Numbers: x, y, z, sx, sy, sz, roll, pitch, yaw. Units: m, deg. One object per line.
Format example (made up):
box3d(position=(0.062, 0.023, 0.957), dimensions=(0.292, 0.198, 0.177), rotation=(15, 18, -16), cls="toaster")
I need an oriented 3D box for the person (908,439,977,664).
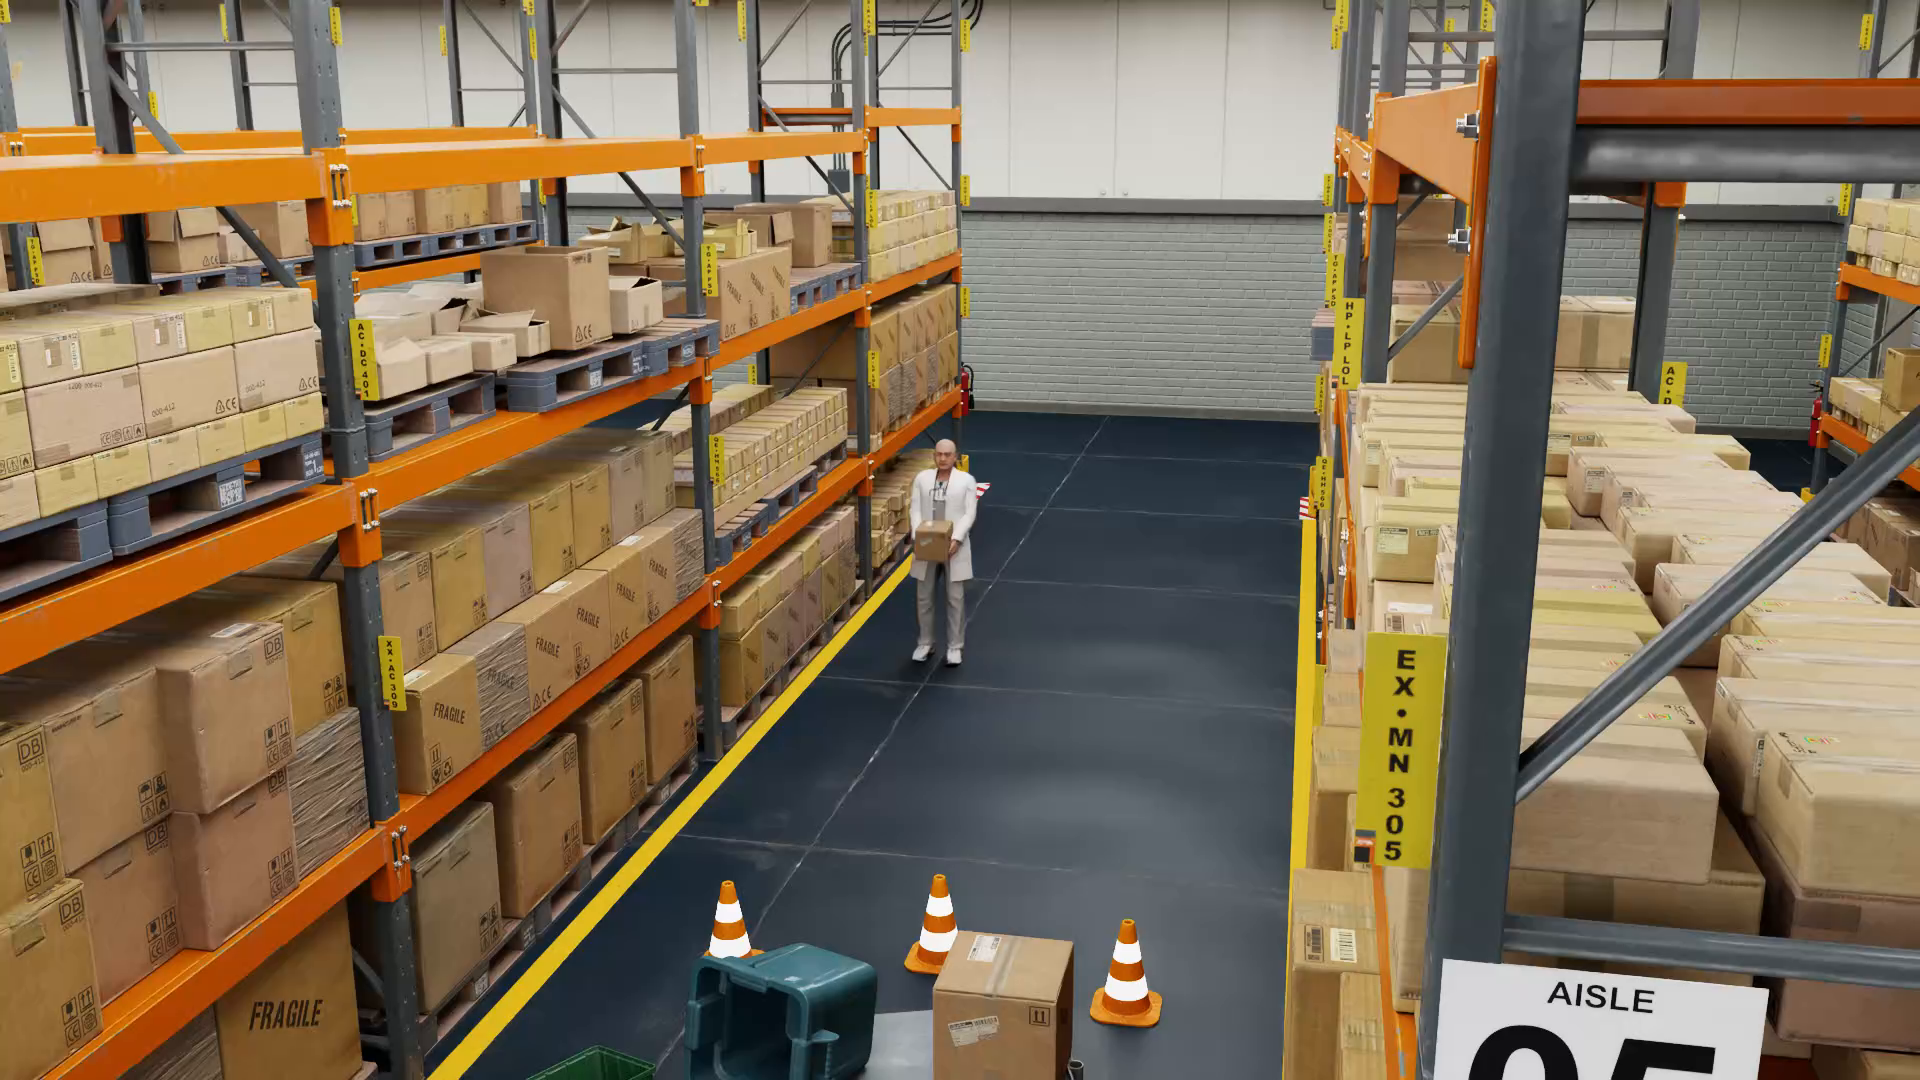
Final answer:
box3d(position=(-0.158, 0.103, 13.127), dimensions=(0.548, 1.780, 0.535), rotation=(3, 15, 11), cls="person")
